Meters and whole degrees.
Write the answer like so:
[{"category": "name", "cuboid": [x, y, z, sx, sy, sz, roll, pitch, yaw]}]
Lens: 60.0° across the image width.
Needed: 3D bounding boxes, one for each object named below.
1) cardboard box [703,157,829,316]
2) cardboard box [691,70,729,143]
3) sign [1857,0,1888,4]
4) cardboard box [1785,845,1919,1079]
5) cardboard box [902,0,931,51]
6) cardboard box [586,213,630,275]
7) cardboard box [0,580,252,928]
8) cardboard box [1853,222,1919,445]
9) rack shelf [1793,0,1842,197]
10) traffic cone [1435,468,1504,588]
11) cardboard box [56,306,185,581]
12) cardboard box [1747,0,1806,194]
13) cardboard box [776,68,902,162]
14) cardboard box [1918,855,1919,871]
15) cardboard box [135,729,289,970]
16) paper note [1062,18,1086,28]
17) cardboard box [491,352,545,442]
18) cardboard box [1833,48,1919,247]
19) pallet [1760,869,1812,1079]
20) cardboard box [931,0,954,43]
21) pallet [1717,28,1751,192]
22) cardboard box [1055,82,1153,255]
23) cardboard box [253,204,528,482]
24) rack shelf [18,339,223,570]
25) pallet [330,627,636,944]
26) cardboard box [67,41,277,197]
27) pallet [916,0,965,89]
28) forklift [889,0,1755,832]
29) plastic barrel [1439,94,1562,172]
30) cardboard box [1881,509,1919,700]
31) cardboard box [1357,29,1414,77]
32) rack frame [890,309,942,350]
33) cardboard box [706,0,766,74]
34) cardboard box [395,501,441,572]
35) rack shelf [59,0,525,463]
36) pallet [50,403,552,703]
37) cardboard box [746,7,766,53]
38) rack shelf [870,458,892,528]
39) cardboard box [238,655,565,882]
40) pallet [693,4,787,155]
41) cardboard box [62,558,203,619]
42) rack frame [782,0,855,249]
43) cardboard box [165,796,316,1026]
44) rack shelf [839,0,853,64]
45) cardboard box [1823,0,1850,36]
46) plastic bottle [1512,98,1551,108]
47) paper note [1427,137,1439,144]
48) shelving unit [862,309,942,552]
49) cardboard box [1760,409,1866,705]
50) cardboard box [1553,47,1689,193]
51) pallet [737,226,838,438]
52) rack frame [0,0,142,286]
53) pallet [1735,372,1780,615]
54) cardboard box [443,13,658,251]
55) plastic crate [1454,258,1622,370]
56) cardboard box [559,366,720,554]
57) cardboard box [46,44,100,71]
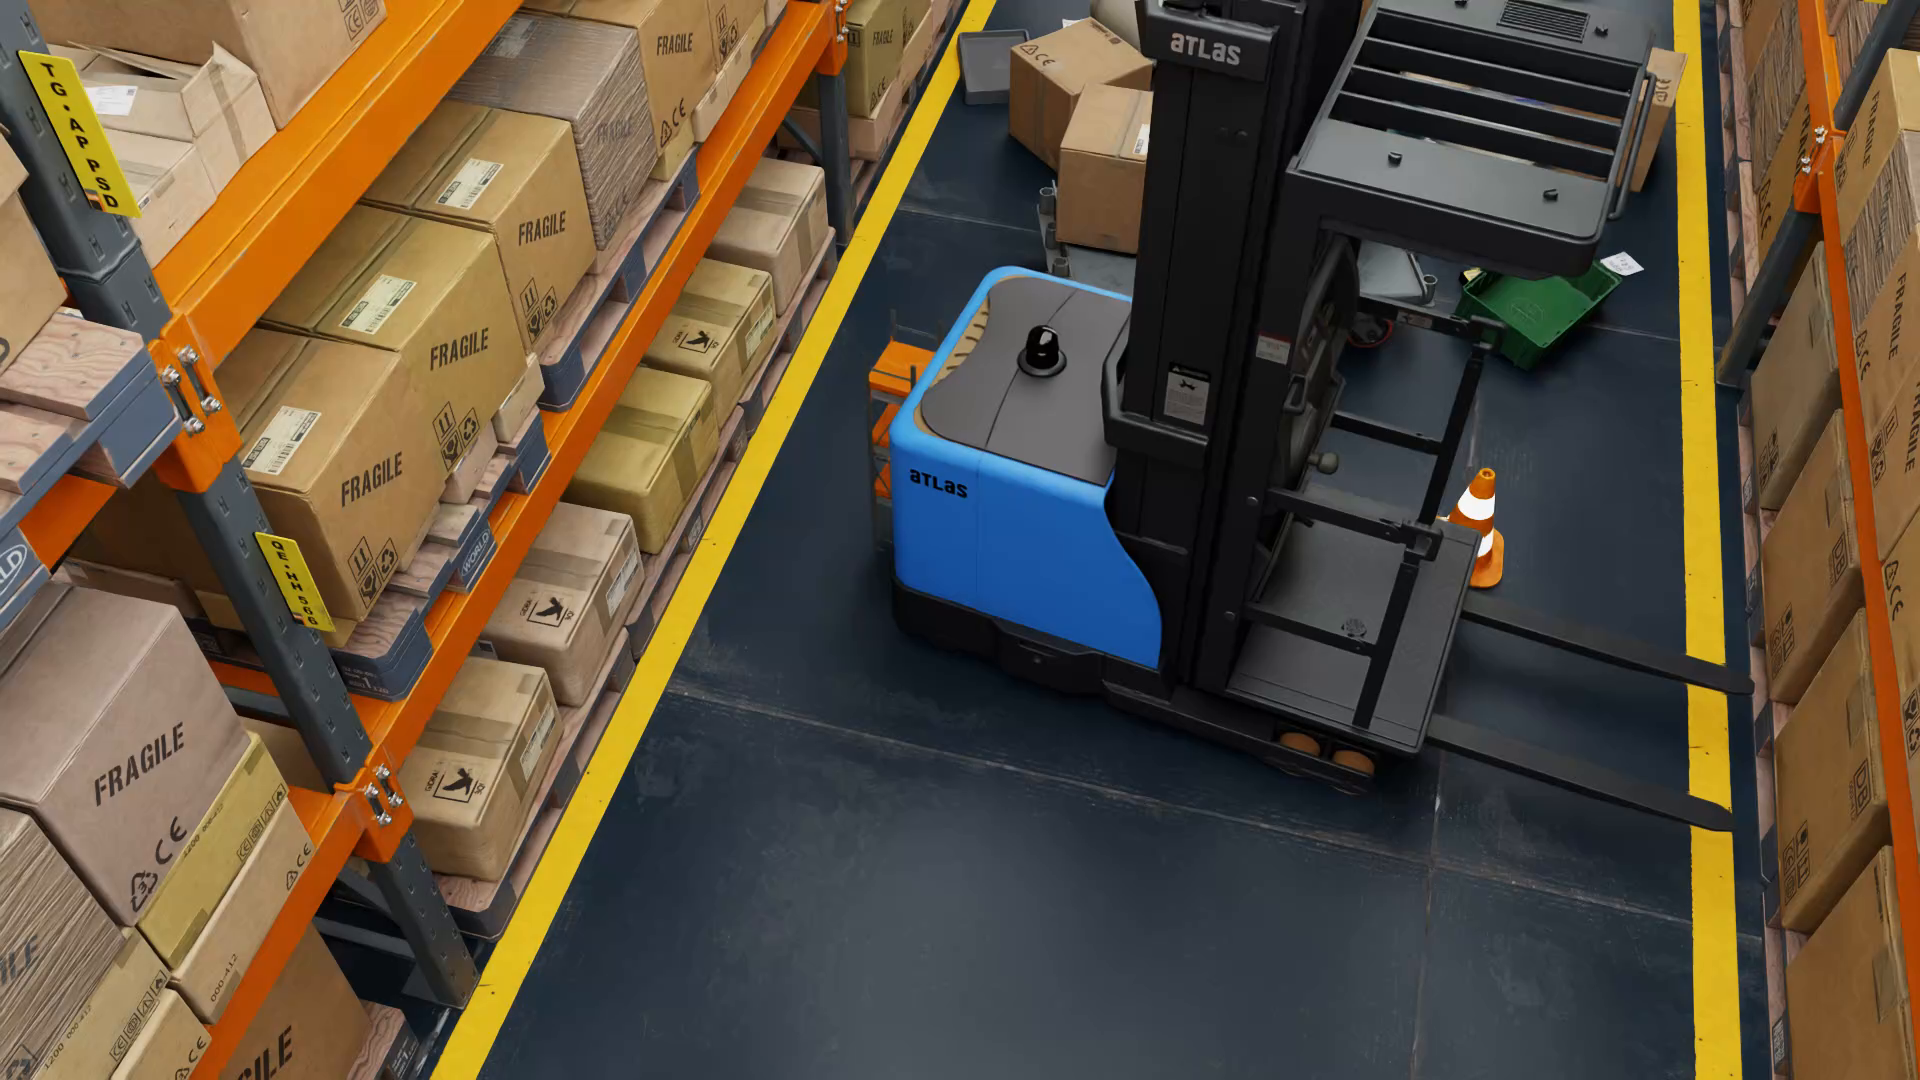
[{"category": "cardboard box", "cuboid": [-1.139, -1.407, 7.382, 0.950, 0.372, 0.625, 12, 50, 11]}, {"category": "cardboard box", "cuboid": [-1.055, -1.581, 5.951, 0.380, 0.149, 0.250, 12, 50, 10]}, {"category": "sign", "cuboid": [3.263, -2.034, 5.834, 0.100, 0.325, 0.005, 12, 50, 10]}, {"category": "cardboard box", "cuboid": [2.993, 1.463, 4.598, 1.050, 0.750, 0.750, 11, 49, 10]}, {"category": "cardboard box", "cuboid": [-0.458, -2.757, 8.156, 0.500, 0.500, 0.500, 13, 50, 12]}, {"category": "cardboard box", "cuboid": [-1.319, -1.038, 5.471, 0.380, 0.149, 0.250, 13, 50, 11]}, {"category": "cardboard box", "cuboid": [-1.940, 0.438, 3.548, 0.500, 0.500, 0.500, 10, 49, 9]}, {"category": "cardboard box", "cuboid": [3.135, -0.593, 5.125, 0.500, 0.500, 0.500, 11, 50, 10]}, {"category": "rack shelf", "cuboid": [4.325, -2.822, 7.639, 1.077, 0.370, 4.000, 12, 50, 10]}, {"category": "traffic cone", "cuboid": [1.989, -0.102, 6.450, 0.336, 0.463, 0.334, 12, 50, 10]}, {"category": "cardboard box", "cuboid": [-2.204, -0.278, 4.368, 0.500, 0.500, 0.500, 10, 49, 9]}, {"category": "cardboard box", "cuboid": [4.266, -2.143, 7.697, 0.875, 0.875, 0.875, 12, 50, 10]}, {"category": "cardboard box", "cuboid": [-0.587, -2.120, 8.093, 0.500, 0.250, 0.500, 10, 49, 8]}, {"category": "cardboard box", "cuboid": [2.606, 0.868, 3.835, 0.500, 0.500, 0.500, 12, 50, 10]}, {"category": "cardboard box", "cuboid": [-1.938, 0.661, 3.852, 0.500, 0.250, 0.500, 11, 50, 10]}, {"category": "paper note", "cuboid": [0.642, -2.822, 9.139, 0.142, 0.019, 0.148, -4, 49, -3]}, {"category": "cardboard box", "cuboid": [-1.475, -0.460, 4.961, 0.380, 0.149, 0.250, 12, 50, 10]}, {"category": "cardboard box", "cuboid": [3.401, -1.319, 5.766, 0.500, 0.500, 0.500, 12, 50, 10]}, {"category": "pallet", "cuboid": [3.026, 1.647, 5.074, 1.003, 0.211, 1.213, 12, 50, 10]}, {"category": "cardboard box", "cuboid": [-0.321, -2.892, 8.775, 0.500, 0.250, 0.500, 11, 49, 10]}, {"category": "pallet", "cuboid": [4.394, -2.110, 8.391, 1.003, 0.211, 1.213, 12, 50, 10]}, {"category": "cardboard box", "cuboid": [0.722, -1.611, 7.252, 0.500, 0.500, 0.500, 12, 50, 10]}, {"category": "cardboard box", "cuboid": [-1.584, -0.552, 4.611, 0.500, 0.500, 0.500, 14, 50, 12]}, {"category": "rack shelf", "cuboid": [-2.582, 1.068, 2.205, 1.077, 0.370, 4.000, 12, 50, 10]}, {"category": "pallet", "cuboid": [-1.849, 0.734, 5.880, 1.003, 0.211, 1.213, 12, 50, 10]}, {"category": "cardboard box", "cuboid": [-1.742, -0.951, 3.596, 0.396, 0.266, 0.258, 12, 50, 10]}, {"category": "pallet", "cuboid": [-0.541, -2.972, 9.151, 1.003, 0.211, 1.213, 12, 50, 10]}, {"category": "forklift", "cuboid": [1.310, -0.529, 5.181, 3.031, 2.935, 1.130, 18, 51, 15]}, {"category": "plastic barrel", "cuboid": [2.618, -1.884, 8.049, 0.421, 0.421, 0.512, -27, 54, -22]}, {"category": "cardboard box", "cuboid": [2.870, 0.146, 4.473, 0.500, 0.500, 0.500, 11, 49, 9]}, {"category": "cardboard box", "cuboid": [1.792, -2.181, 8.168, 0.797, 0.637, 0.503, 12, 50, 10]}, {"category": "rack frame", "cuboid": [-0.157, -0.456, 6.371, 0.200, 1.050, 0.008, 17, 51, 14]}, {"category": "cardboard box", "cuboid": [-1.033, -2.049, 5.932, 0.500, 0.500, 0.500, 12, 50, 10]}, {"category": "cardboard box", "cuboid": [-1.684, -0.076, 4.623, 0.380, 0.149, 0.250, 9, 49, 8]}, {"category": "rack shelf", "cuboid": [-1.529, -1.825, 4.758, 1.077, 0.370, 4.000, 12, 50, 10]}, {"category": "pallet", "cuboid": [-1.971, -0.097, 4.882, 1.213, 0.211, 1.003, 12, 50, 10]}, {"category": "cardboard box", "cuboid": [-0.959, -1.959, 6.285, 0.380, 0.149, 0.250, 10, 49, 9]}, {"category": "rack shelf", "cuboid": [-0.203, -0.180, 6.512, 0.215, 0.259, 0.240, 17, 51, 14]}, {"category": "cardboard box", "cuboid": [-1.898, 0.700, 5.523, 0.950, 0.372, 0.625, 9, 49, 7]}, {"category": "pallet", "cuboid": [-1.345, -1.930, 6.499, 1.003, 0.211, 1.213, 12, 50, 10]}, {"category": "cardboard box", "cuboid": [-2.197, 0.037, 4.523, 0.380, 0.149, 0.250, 13, 50, 11]}, {"category": "rack frame", "cuboid": [-1.003, -2.517, 6.890, 1.000, 3.000, 0.127, 12, 50, 10]}, {"category": "cardboard box", "cuboid": [-1.939, 0.843, 4.024, 0.500, 0.250, 0.500, 10, 49, 9]}, {"category": "rack shelf", "cuboid": [-0.477, -3.726, 8.436, 1.077, 0.370, 4.000, 12, 50, 10]}, {"category": "cardboard box", "cuboid": [4.007, -2.335, 6.629, 0.875, 0.550, 0.550, 12, 50, 10]}, {"category": "plastic bottle", "cuboid": [2.900, -2.224, 8.591, 0.283, 0.061, 0.133, -4, 49, -3]}, {"category": "paper note", "cuboid": [2.391, -1.972, 8.394, 0.172, 0.023, 0.155, 28, 54, 22]}, {"category": "shelving unit", "cuboid": [-0.203, -0.371, 6.296, 0.215, 1.050, 0.252, 17, 51, 14]}, {"category": "cardboard box", "cuboid": [3.465, 0.156, 5.751, 1.050, 0.750, 0.750, 12, 50, 10]}, {"category": "cardboard box", "cuboid": [3.218, -2.112, 8.198, 0.500, 0.500, 0.500, 19, 51, 16]}, {"category": "pallet", "cuboid": [-1.207, -1.031, 7.438, 1.003, 0.211, 1.213, 12, 50, 10]}, {"category": "rack frame", "cuboid": [-2.056, -1.609, 2.087, 1.000, 3.000, 0.127, 12, 50, 10]}, {"category": "pallet", "cuboid": [3.669, -0.118, 6.632, 1.003, 0.211, 1.213, 12, 50, 10]}, {"category": "cardboard box", "cuboid": [-1.311, -1.298, 5.269, 0.500, 0.500, 0.500, 10, 49, 9]}, {"category": "plastic crate", "cuboid": [2.581, -1.086, 7.464, 0.662, 0.188, 0.450, -37, 68, -28]}, {"category": "cardboard box", "cuboid": [-1.506, -0.383, 6.479, 0.950, 0.372, 0.625, 13, 50, 11]}, {"category": "cardboard box", "cuboid": [-2.118, -0.984, 3.704, 0.380, 0.149, 0.250, 12, 50, 10]}]
